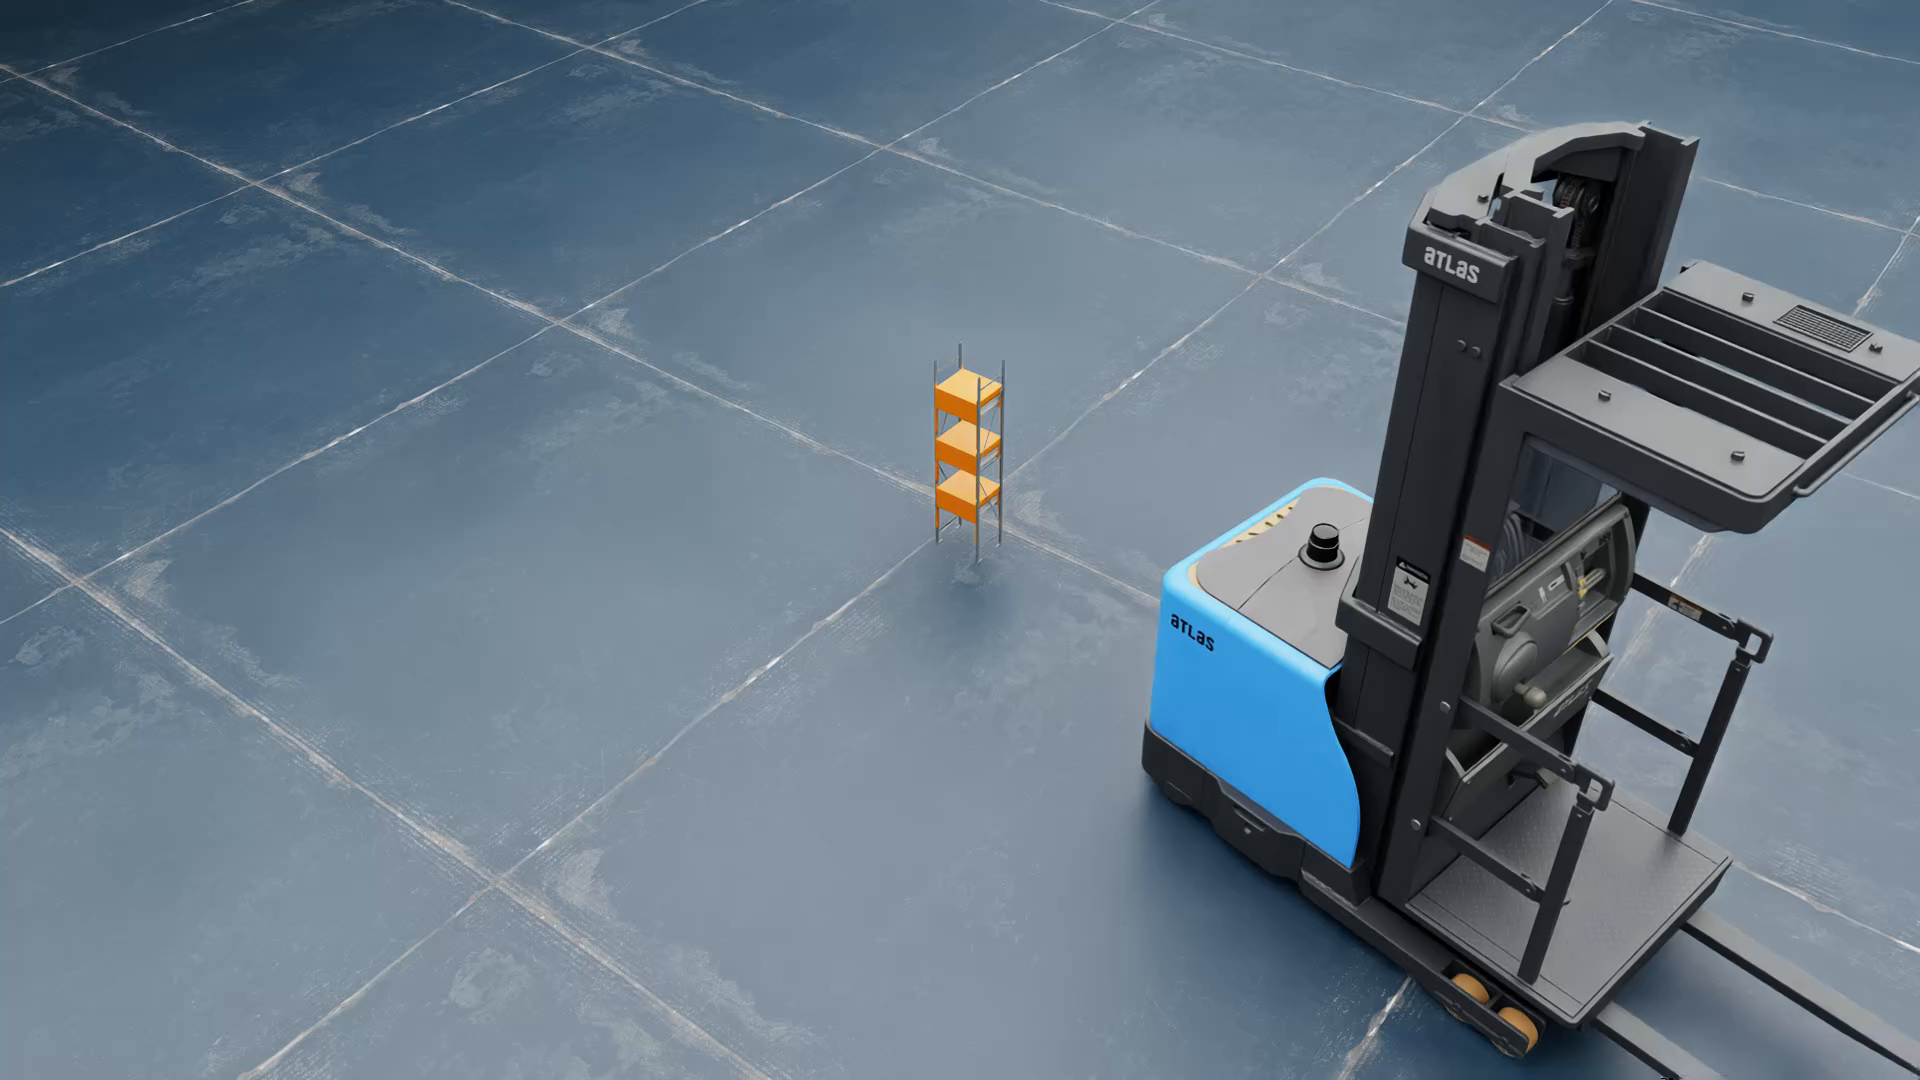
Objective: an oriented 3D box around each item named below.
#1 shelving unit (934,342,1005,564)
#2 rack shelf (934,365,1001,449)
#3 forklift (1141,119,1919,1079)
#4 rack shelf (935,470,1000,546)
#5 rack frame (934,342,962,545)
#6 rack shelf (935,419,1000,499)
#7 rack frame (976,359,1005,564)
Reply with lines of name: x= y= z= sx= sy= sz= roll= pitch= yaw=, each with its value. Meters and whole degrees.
shelving unit: x=0.042 y=-0.393 z=7.762 sx=0.252 sy=1.050 sz=0.215 roll=25 pitch=45 yaw=29
rack shelf: x=0.042 y=-0.608 z=7.593 sx=0.240 sy=0.259 sz=0.215 roll=25 pitch=45 yaw=29
forklift: x=2.107 y=0.287 z=5.366 sx=1.130 sy=2.935 sz=3.031 roll=-29 pitch=47 yaw=-32
rack shelf: x=0.042 y=-0.166 z=7.939 sx=0.240 sy=0.259 sz=0.215 roll=25 pitch=45 yaw=29
rack frame: x=-0.054 y=-0.439 z=7.820 sx=0.008 sy=1.050 sz=0.200 roll=25 pitch=45 yaw=29
rack shelf: x=0.042 y=-0.385 z=7.768 sx=0.240 sy=0.259 sz=0.215 roll=25 pitch=45 yaw=29
rack frame: x=0.139 y=-0.348 z=7.703 sx=0.008 sy=1.050 sz=0.200 roll=25 pitch=45 yaw=29
